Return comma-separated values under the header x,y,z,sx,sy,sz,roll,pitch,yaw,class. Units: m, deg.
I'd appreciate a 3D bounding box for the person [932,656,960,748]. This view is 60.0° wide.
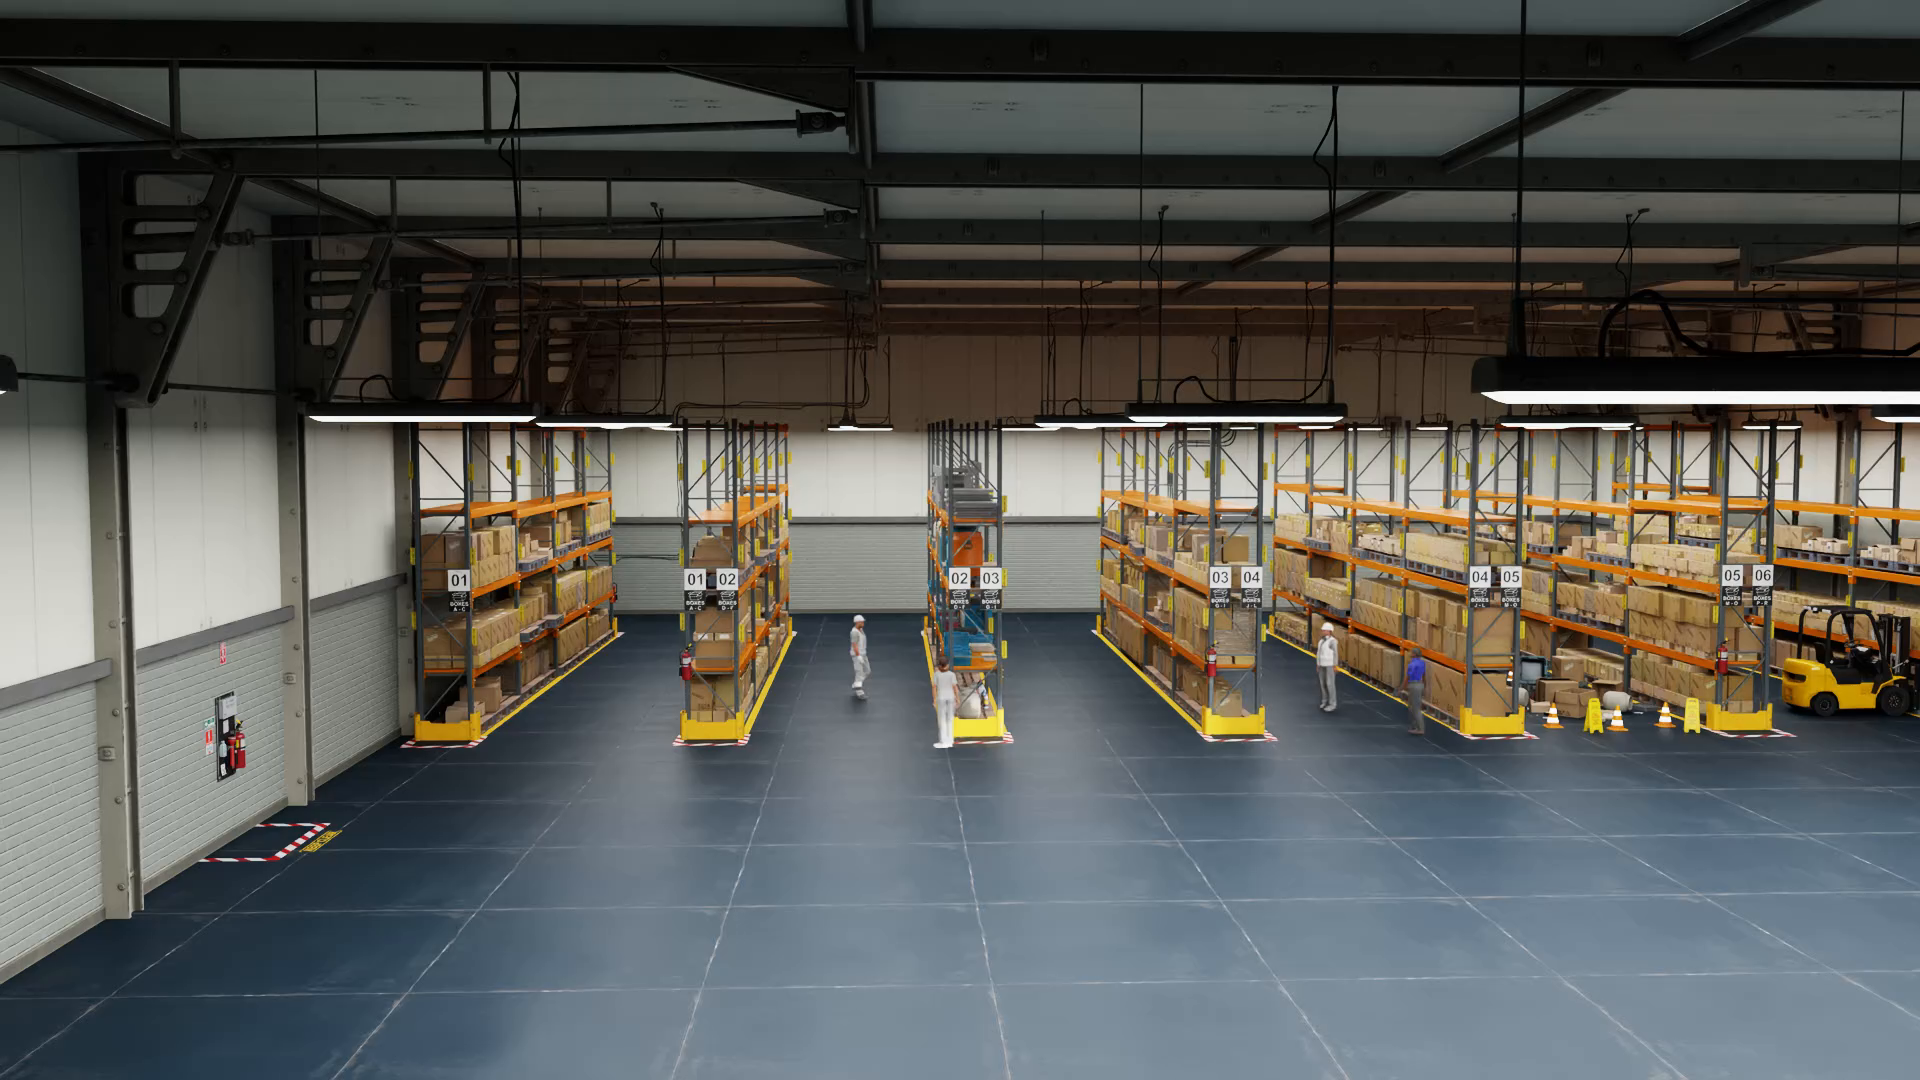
x,y,z,sx,sy,sz,roll,pitch,yaw,class
-0.249,2.952,30.315,0.506,1.682,0.381,-1,4,-8,person

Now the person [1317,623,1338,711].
x,y,z,sx,sy,sz,roll,pitch,yaw,class
7.609,2.625,34.579,0.434,1.786,0.621,-2,4,-24,person

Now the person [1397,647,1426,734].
x,y,z,sx,sy,sz,roll,pitch,yaw,class
8.662,2.905,31.693,0.501,1.700,0.537,3,5,41,person

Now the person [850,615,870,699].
x,y,z,sx,sy,sz,roll,pitch,yaw,class
-2.147,2.519,35.980,0.529,1.787,0.709,1,4,14,person
